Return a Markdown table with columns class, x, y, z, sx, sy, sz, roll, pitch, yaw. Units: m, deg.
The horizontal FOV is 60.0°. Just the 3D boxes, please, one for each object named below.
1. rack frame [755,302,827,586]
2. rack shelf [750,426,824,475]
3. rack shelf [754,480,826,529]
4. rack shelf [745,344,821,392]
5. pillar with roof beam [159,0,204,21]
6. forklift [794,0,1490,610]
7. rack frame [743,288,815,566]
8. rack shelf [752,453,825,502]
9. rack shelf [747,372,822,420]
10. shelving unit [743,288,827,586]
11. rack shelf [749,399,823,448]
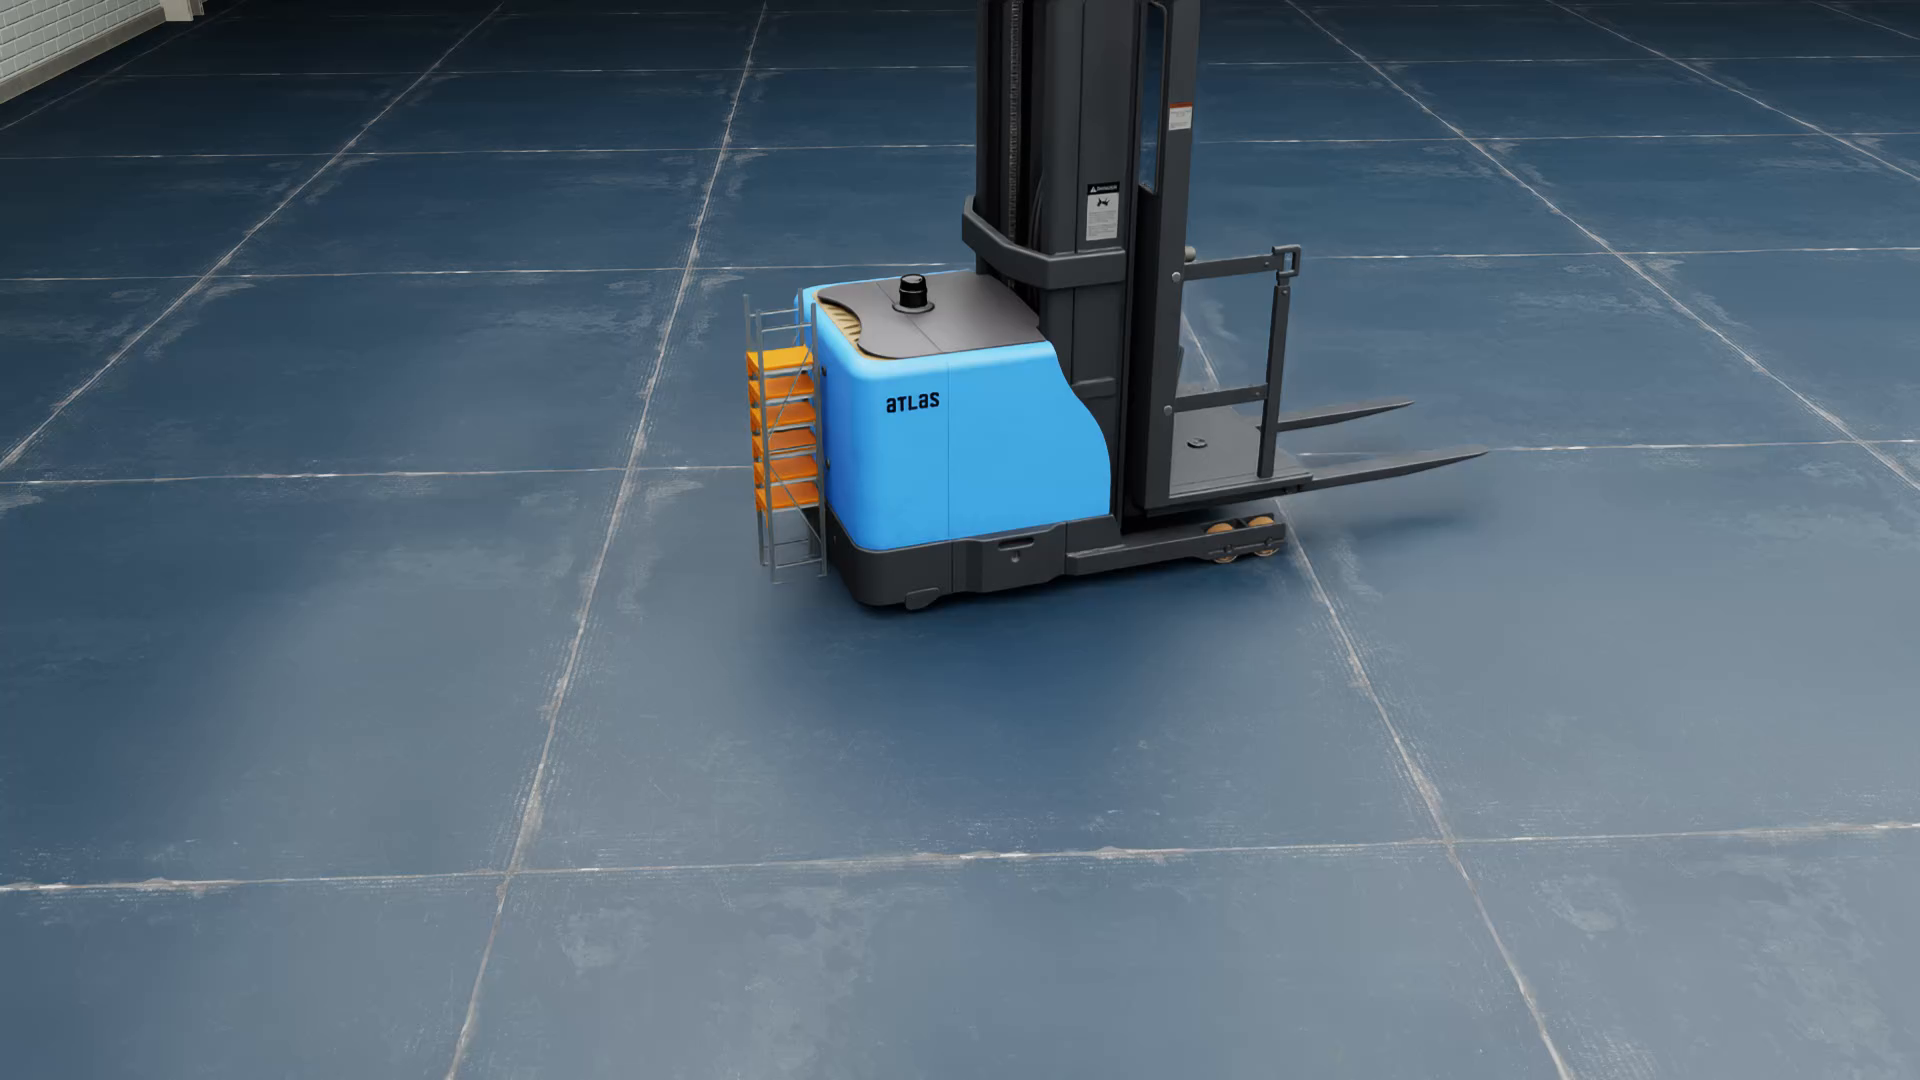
| class | x | y | z | sx | sy | sz | roll | pitch | yaw |
| --- | --- | --- | --- | --- | --- | --- | --- | --- | --- |
| rack frame | -0.668 | -0.363 | 6.649 | 0.240 | 1.200 | 0.006 | -10 | 29 | -18 |
| rack shelf | -0.701 | -0.363 | 6.745 | 0.258 | 0.103 | 0.180 | -10 | 29 | -18 |
| rack shelf | -0.701 | -0.151 | 6.856 | 0.258 | 0.103 | 0.180 | -10 | 29 | -18 |
| rack shelf | -0.701 | -0.683 | 6.579 | 0.258 | 0.103 | 0.180 | -10 | 29 | -18 |
| pillar with roof beam | -4.209 | -9.821 | 16.348 | 9.100 | 9.000 | 0.400 | -1 | 28 | -3 |
| forklift | 0.867 | -1.421 | 6.805 | 3.031 | 2.935 | 1.130 | -9 | 29 | -17 |
| rack frame | -0.733 | -0.442 | 6.801 | 0.240 | 1.200 | 0.006 | -10 | 29 | -18 |
| rack shelf | -0.701 | -0.257 | 6.801 | 0.258 | 0.103 | 0.180 | -10 | 29 | -18 |
| rack shelf | -0.701 | -0.576 | 6.634 | 0.258 | 0.103 | 0.180 | -10 | 29 | -18 |
| shelving unit | -0.701 | -0.403 | 6.725 | 0.258 | 1.200 | 0.189 | -10 | 29 | -18 |
| rack shelf | -0.701 | -0.470 | 6.690 | 0.258 | 0.103 | 0.180 | -10 | 29 | -18 |
